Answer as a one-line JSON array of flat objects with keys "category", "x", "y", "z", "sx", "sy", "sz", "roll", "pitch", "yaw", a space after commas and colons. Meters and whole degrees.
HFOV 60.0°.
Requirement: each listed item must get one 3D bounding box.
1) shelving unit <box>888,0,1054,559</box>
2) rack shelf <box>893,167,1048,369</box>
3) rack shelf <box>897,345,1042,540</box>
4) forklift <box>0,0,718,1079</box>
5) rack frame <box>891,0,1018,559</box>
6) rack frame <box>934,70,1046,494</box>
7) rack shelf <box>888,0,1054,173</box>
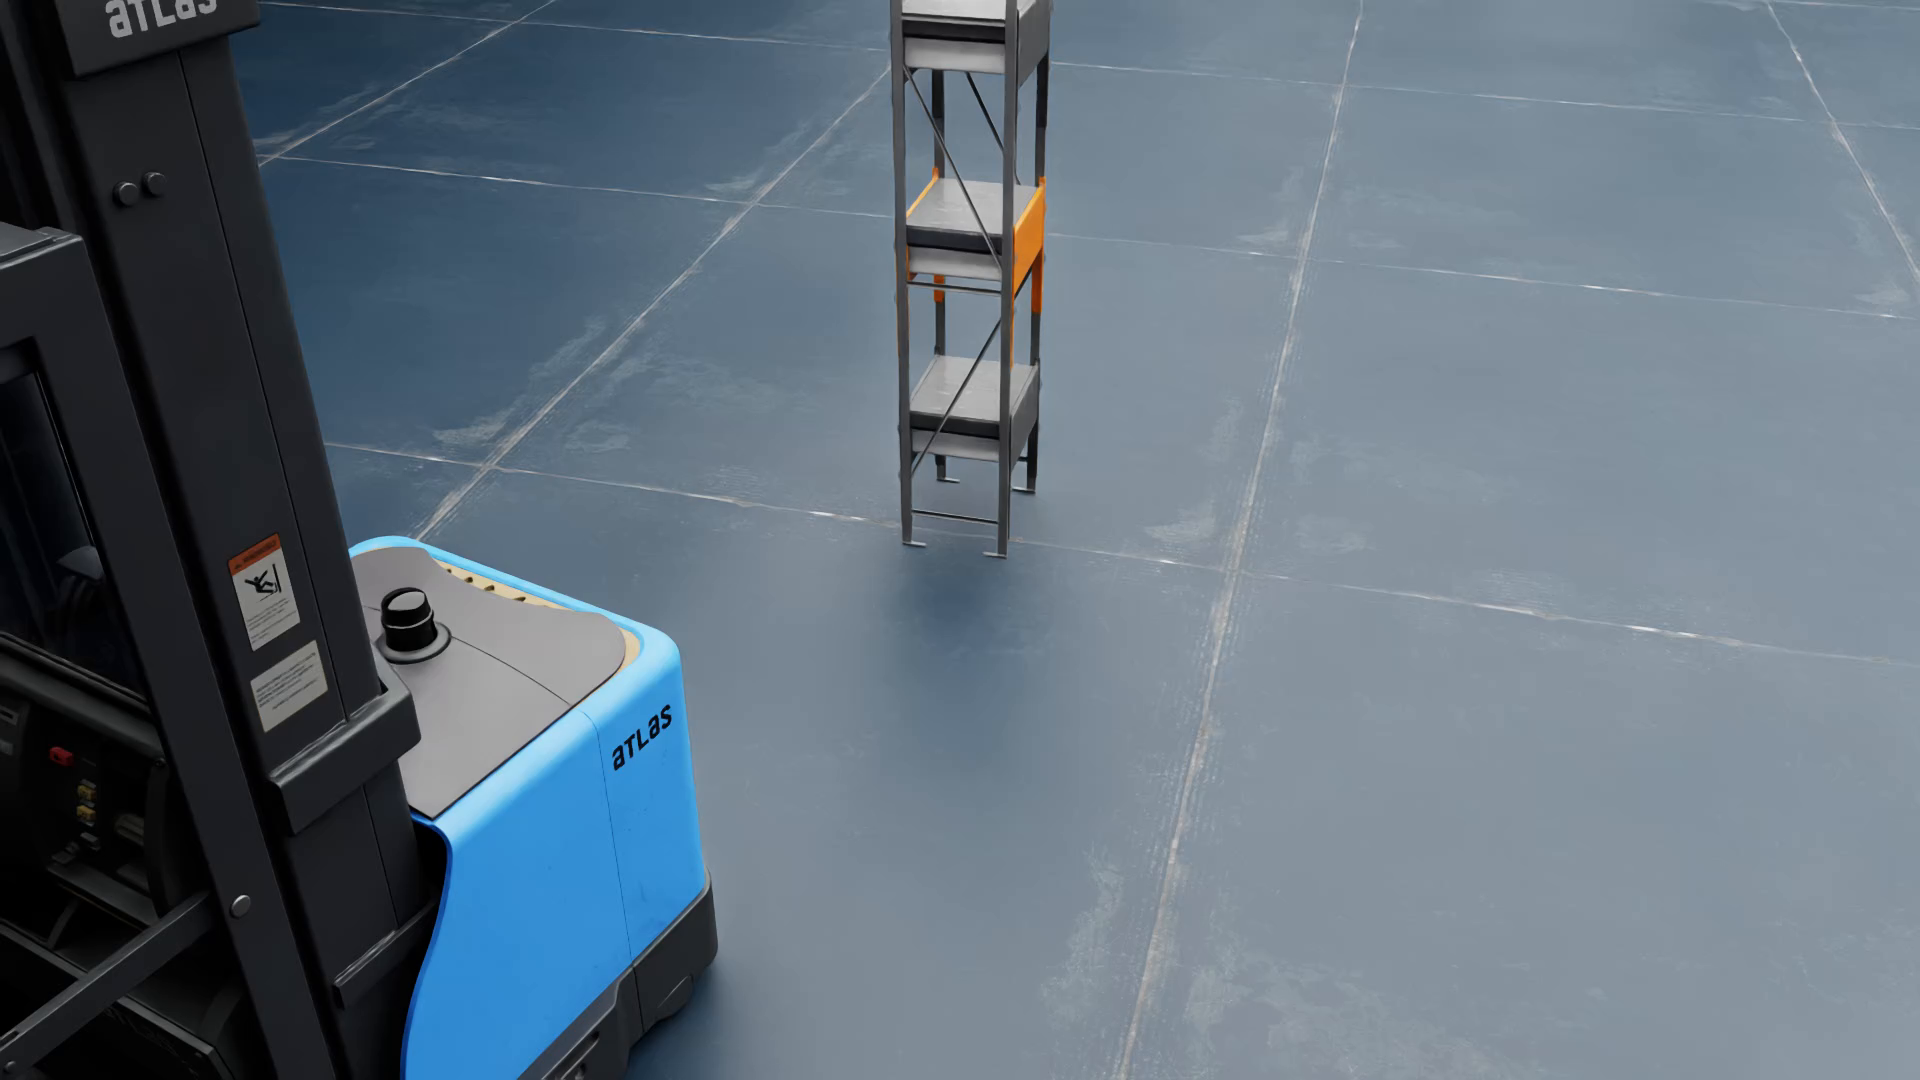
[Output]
[{"category": "shelving unit", "x": 0.042, "y": -0.972, "z": 5.822, "sx": 0.431, "sy": 2.100, "sz": 0.503, "roll": 8, "pitch": 33, "yaw": 12}, {"category": "rack shelf", "x": 0.042, "y": -0.960, "z": 5.829, "sx": 0.431, "sy": 0.518, "sz": 0.480, "roll": 8, "pitch": 33, "yaw": 12}, {"category": "rack shelf", "x": 0.042, "y": -0.370, "z": 6.205, "sx": 0.431, "sy": 0.518, "sz": 0.480, "roll": 8, "pitch": 33, "yaw": 12}, {"category": "forklift", "x": -1.814, "y": 0.450, "z": 2.810, "sx": 1.130, "sy": 2.935, "sz": 3.031, "roll": 17, "pitch": 36, "yaw": 25}, {"category": "rack frame", "x": -0.020, "y": -0.845, "z": 5.623, "sx": 0.400, "sy": 2.100, "sz": 0.015, "roll": 8, "pitch": 33, "yaw": 12}, {"category": "rack frame", "x": 0.104, "y": -1.099, "z": 6.021, "sx": 0.400, "sy": 2.100, "sz": 0.015, "roll": 8, "pitch": 33, "yaw": 12}, {"category": "rack shelf", "x": 0.042, "y": -1.551, "z": 5.454, "sx": 0.431, "sy": 0.518, "sz": 0.480, "roll": 8, "pitch": 33, "yaw": 12}]
